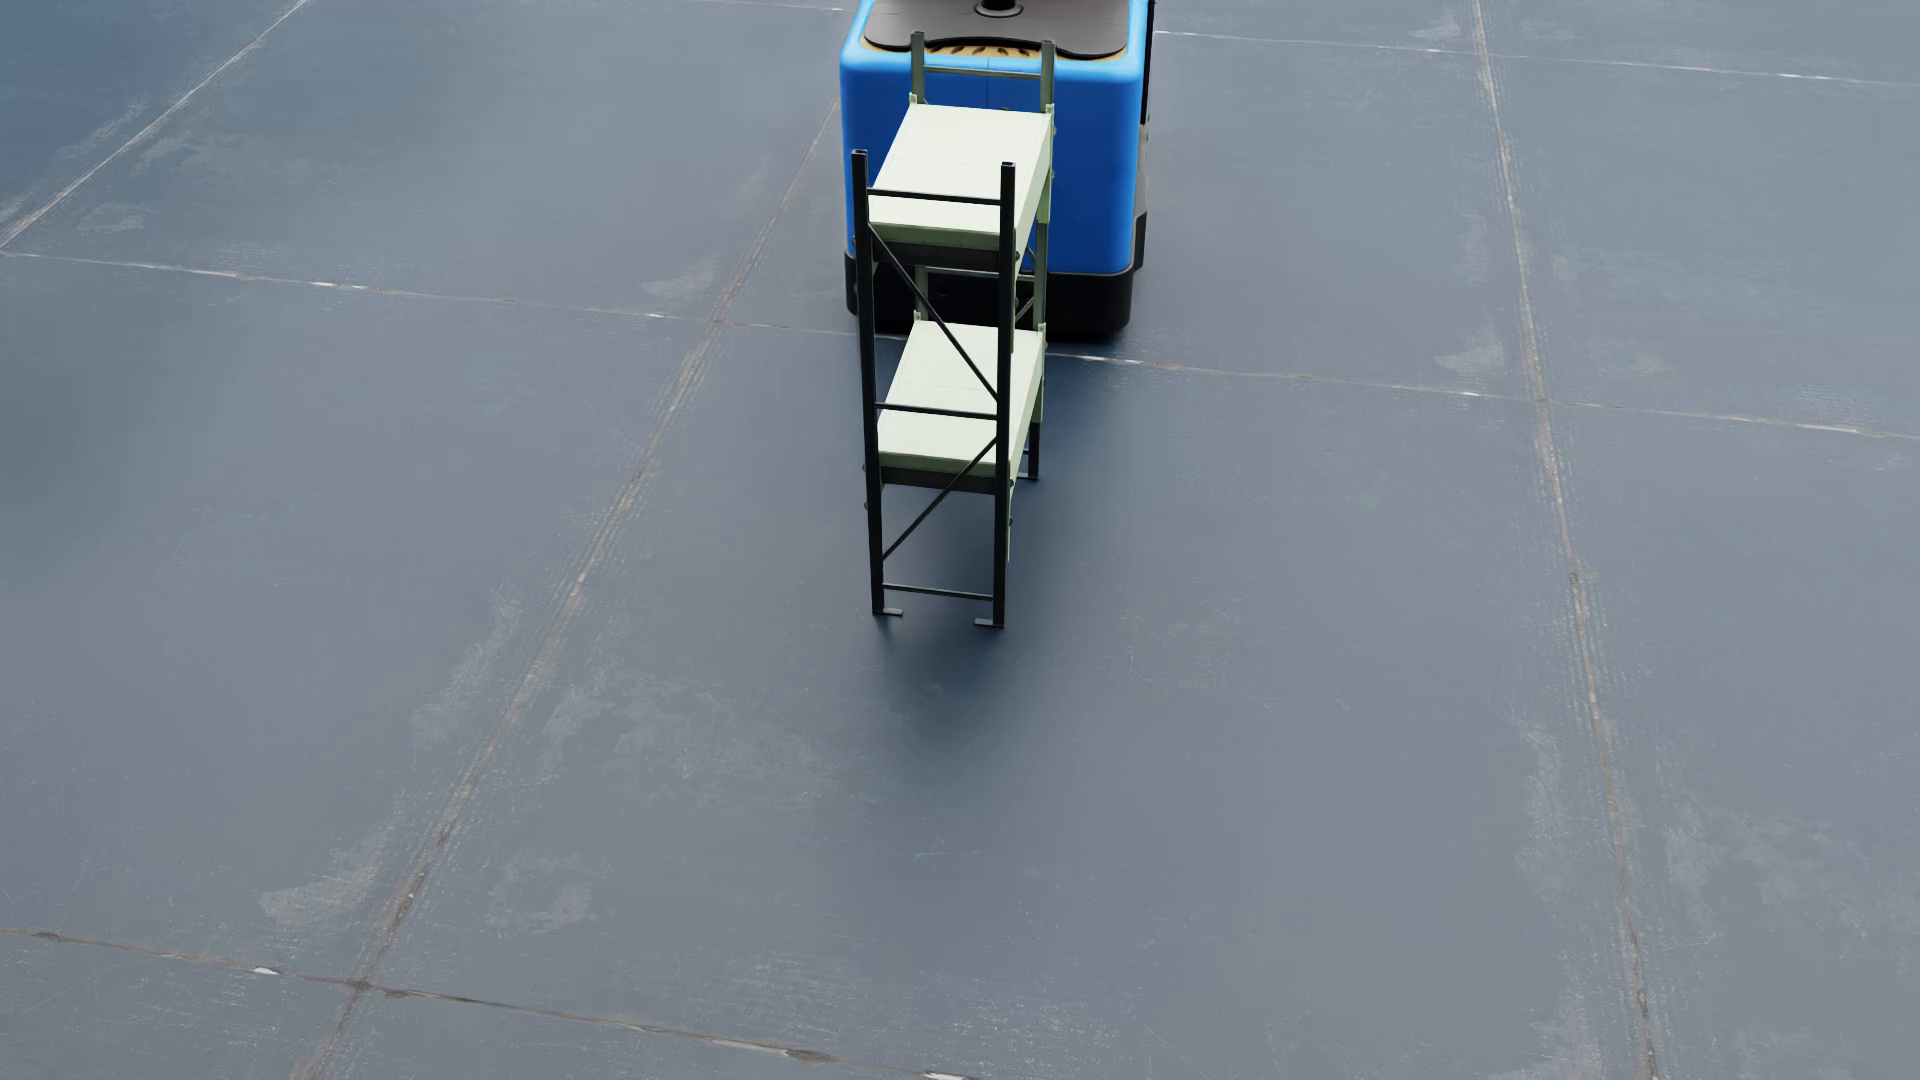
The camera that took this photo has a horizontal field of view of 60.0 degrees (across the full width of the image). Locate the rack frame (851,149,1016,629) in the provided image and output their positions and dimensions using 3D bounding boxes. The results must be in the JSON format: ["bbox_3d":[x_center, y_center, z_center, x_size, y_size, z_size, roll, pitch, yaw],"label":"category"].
[{"bbox_3d":[-0.064,-0.344,4.489,0.400,1.500,0.023,6,40,8],"label":"rack frame"}]

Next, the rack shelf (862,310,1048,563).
[{"bbox_3d":[-0.001,-0.323,4.975,0.431,0.370,0.720,6,40,8],"label":"rack shelf"}]

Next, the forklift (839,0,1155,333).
[{"bbox_3d":[0.255,-2.814,6.353,1.130,2.935,3.031,4,40,5],"label":"forklift"}]

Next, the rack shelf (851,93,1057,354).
[{"bbox_3d":[-0.001,-0.875,4.518,0.431,0.370,0.720,6,40,8],"label":"rack shelf"}]

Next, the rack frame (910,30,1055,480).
[{"bbox_3d":[0.062,-0.804,5.045,0.400,1.500,0.023,6,40,8],"label":"rack frame"}]

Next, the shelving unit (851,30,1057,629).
[{"bbox_3d":[-0.001,-0.574,4.767,0.431,1.500,0.755,6,40,8],"label":"shelving unit"}]
